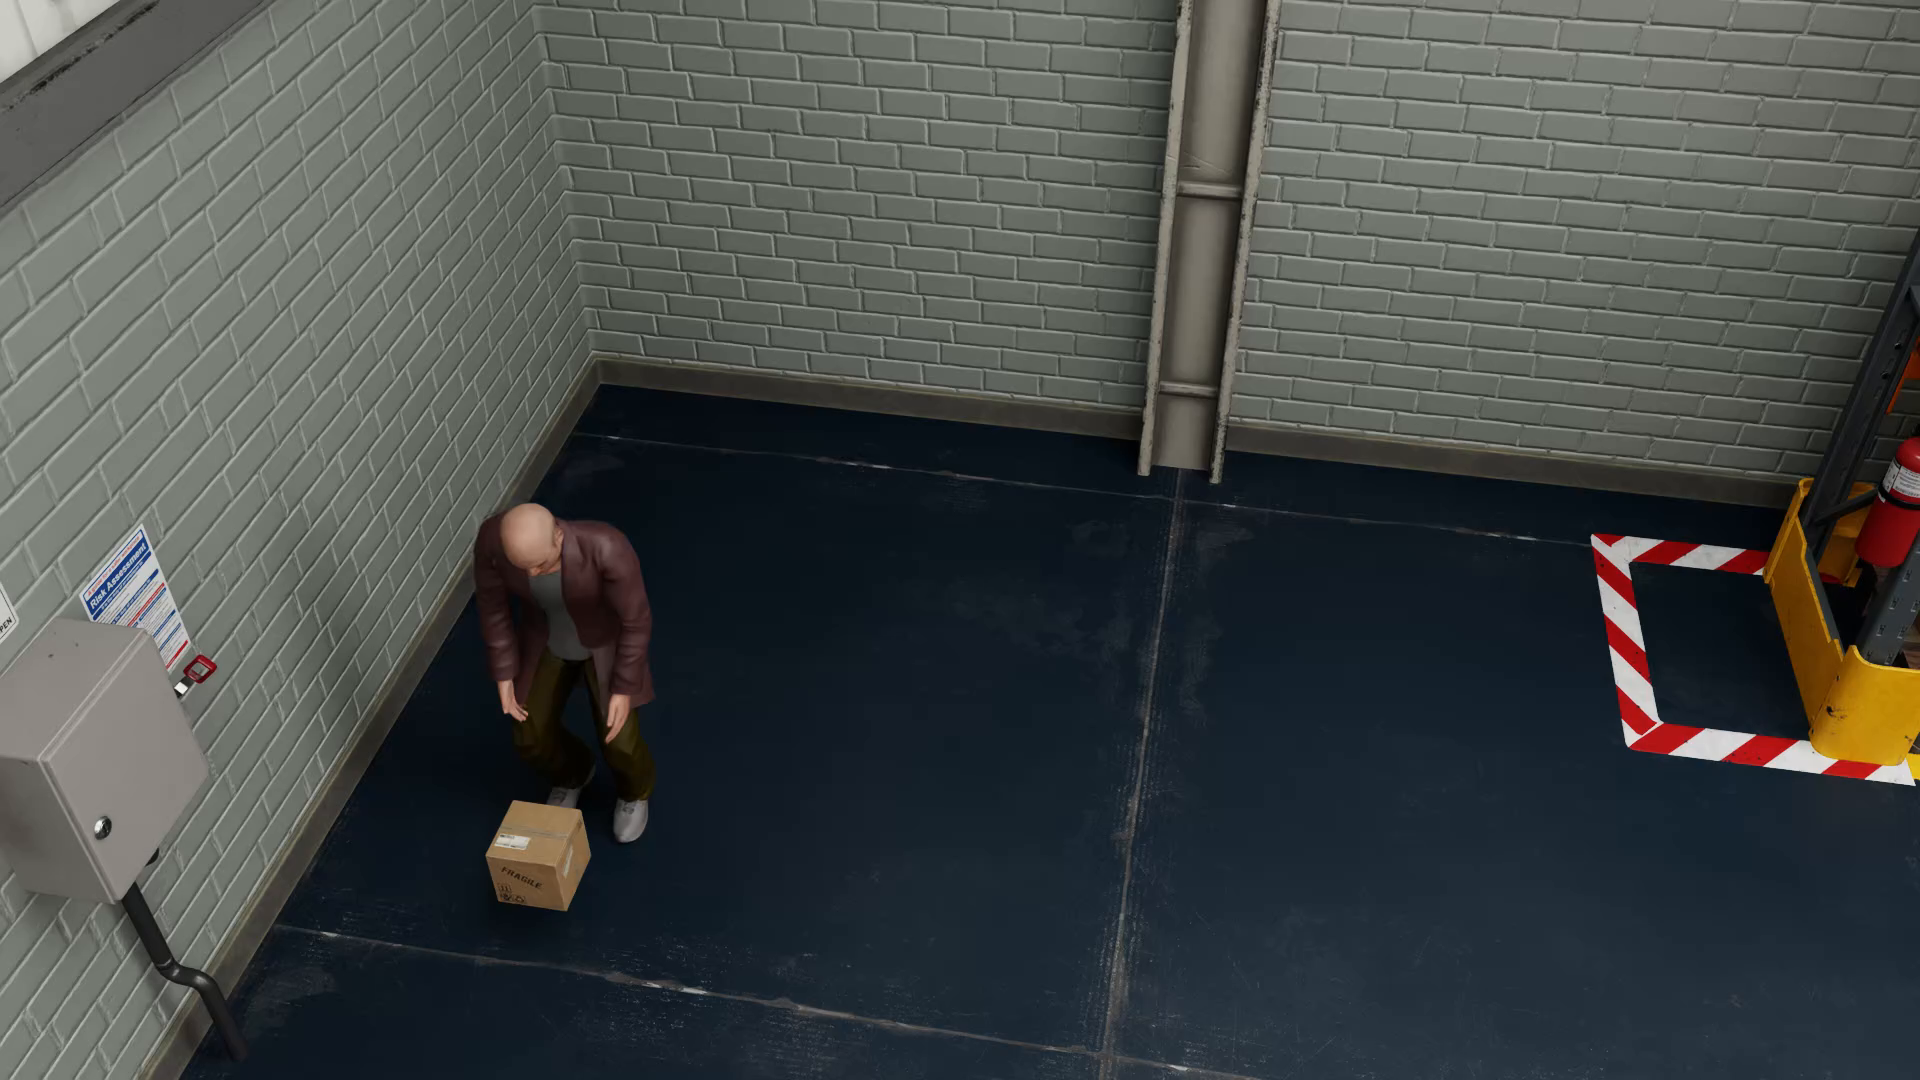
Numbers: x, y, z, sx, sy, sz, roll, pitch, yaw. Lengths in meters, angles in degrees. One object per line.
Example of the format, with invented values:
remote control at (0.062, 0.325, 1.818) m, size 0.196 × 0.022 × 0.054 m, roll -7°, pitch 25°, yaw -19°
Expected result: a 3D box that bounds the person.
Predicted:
person at (-1.341, 0.548, 5.884) m, size 0.633 × 1.306 × 0.776 m, roll 7°, pitch 40°, yaw 8°
